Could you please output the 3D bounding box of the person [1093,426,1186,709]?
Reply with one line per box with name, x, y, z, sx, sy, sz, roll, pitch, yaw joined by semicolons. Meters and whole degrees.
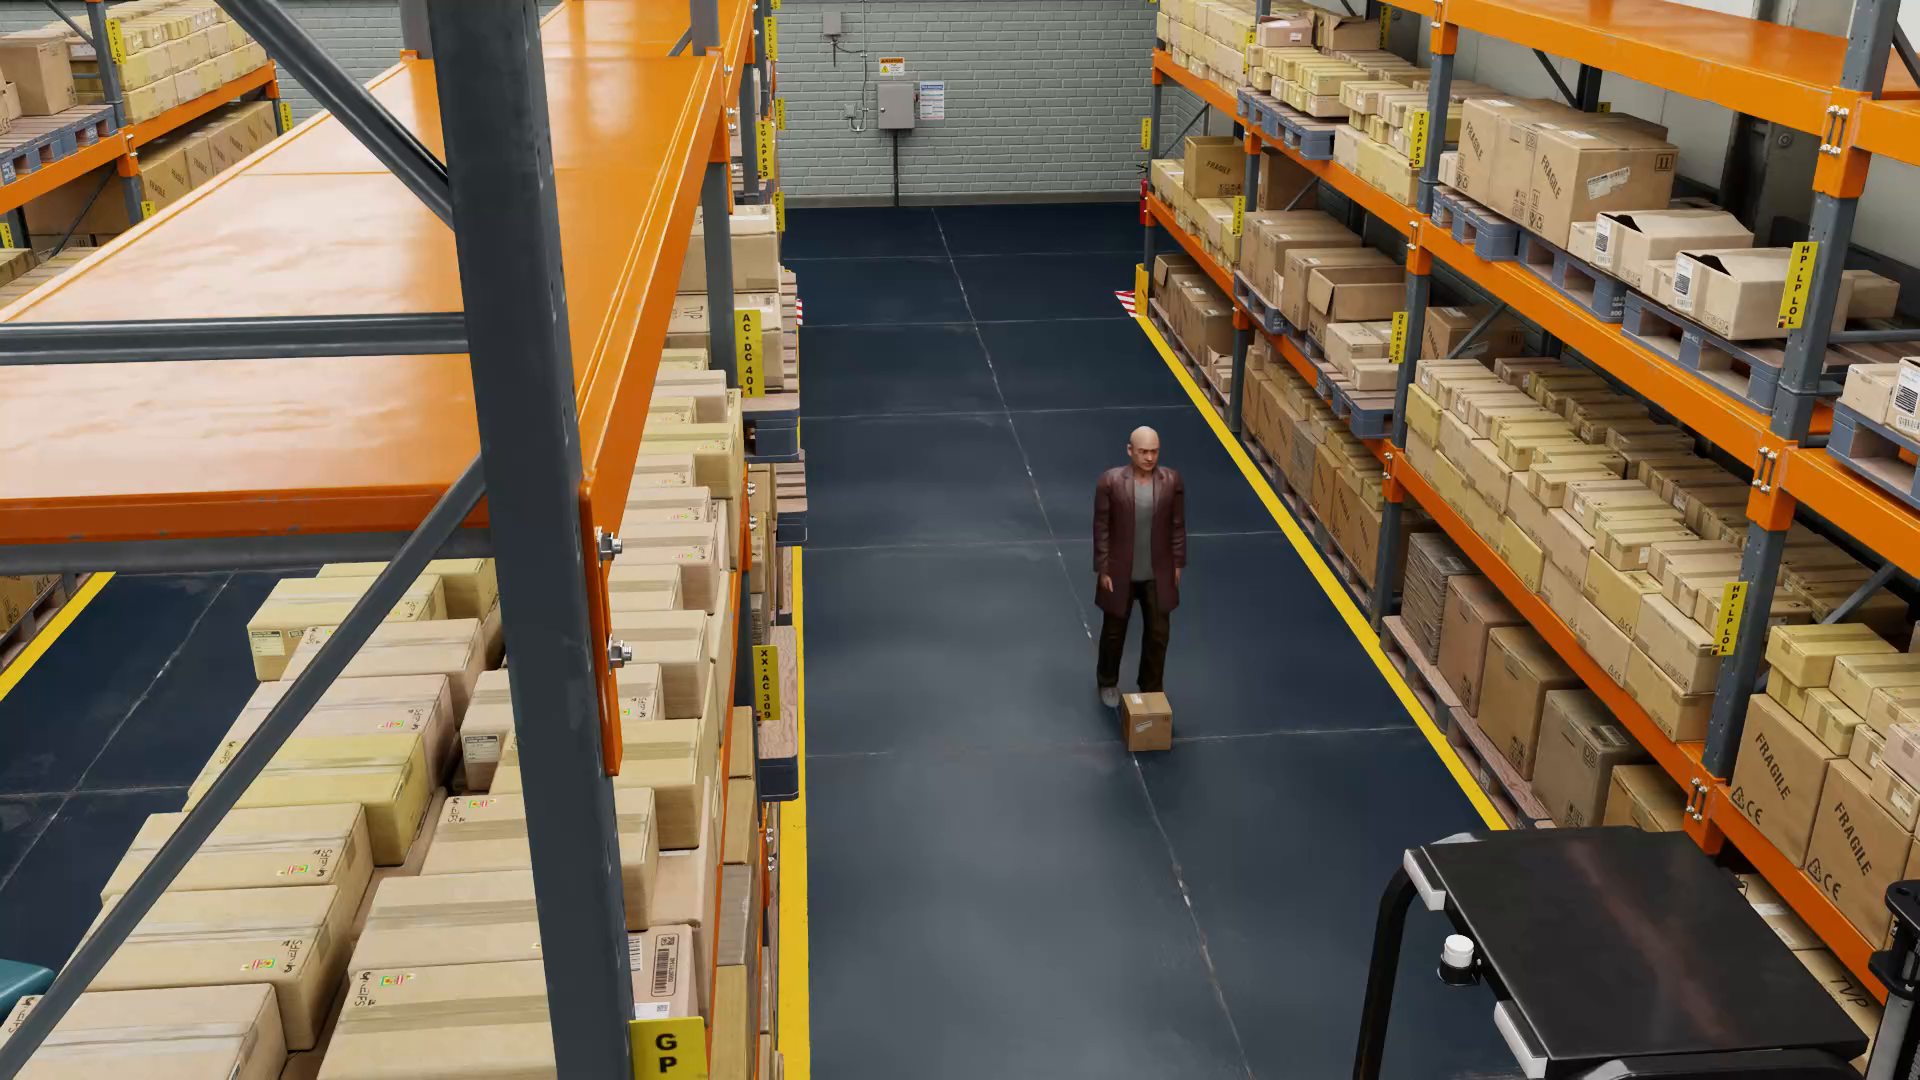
person;1.074;0.199;9.965;0.565;1.816;0.508;-2;23;-4
